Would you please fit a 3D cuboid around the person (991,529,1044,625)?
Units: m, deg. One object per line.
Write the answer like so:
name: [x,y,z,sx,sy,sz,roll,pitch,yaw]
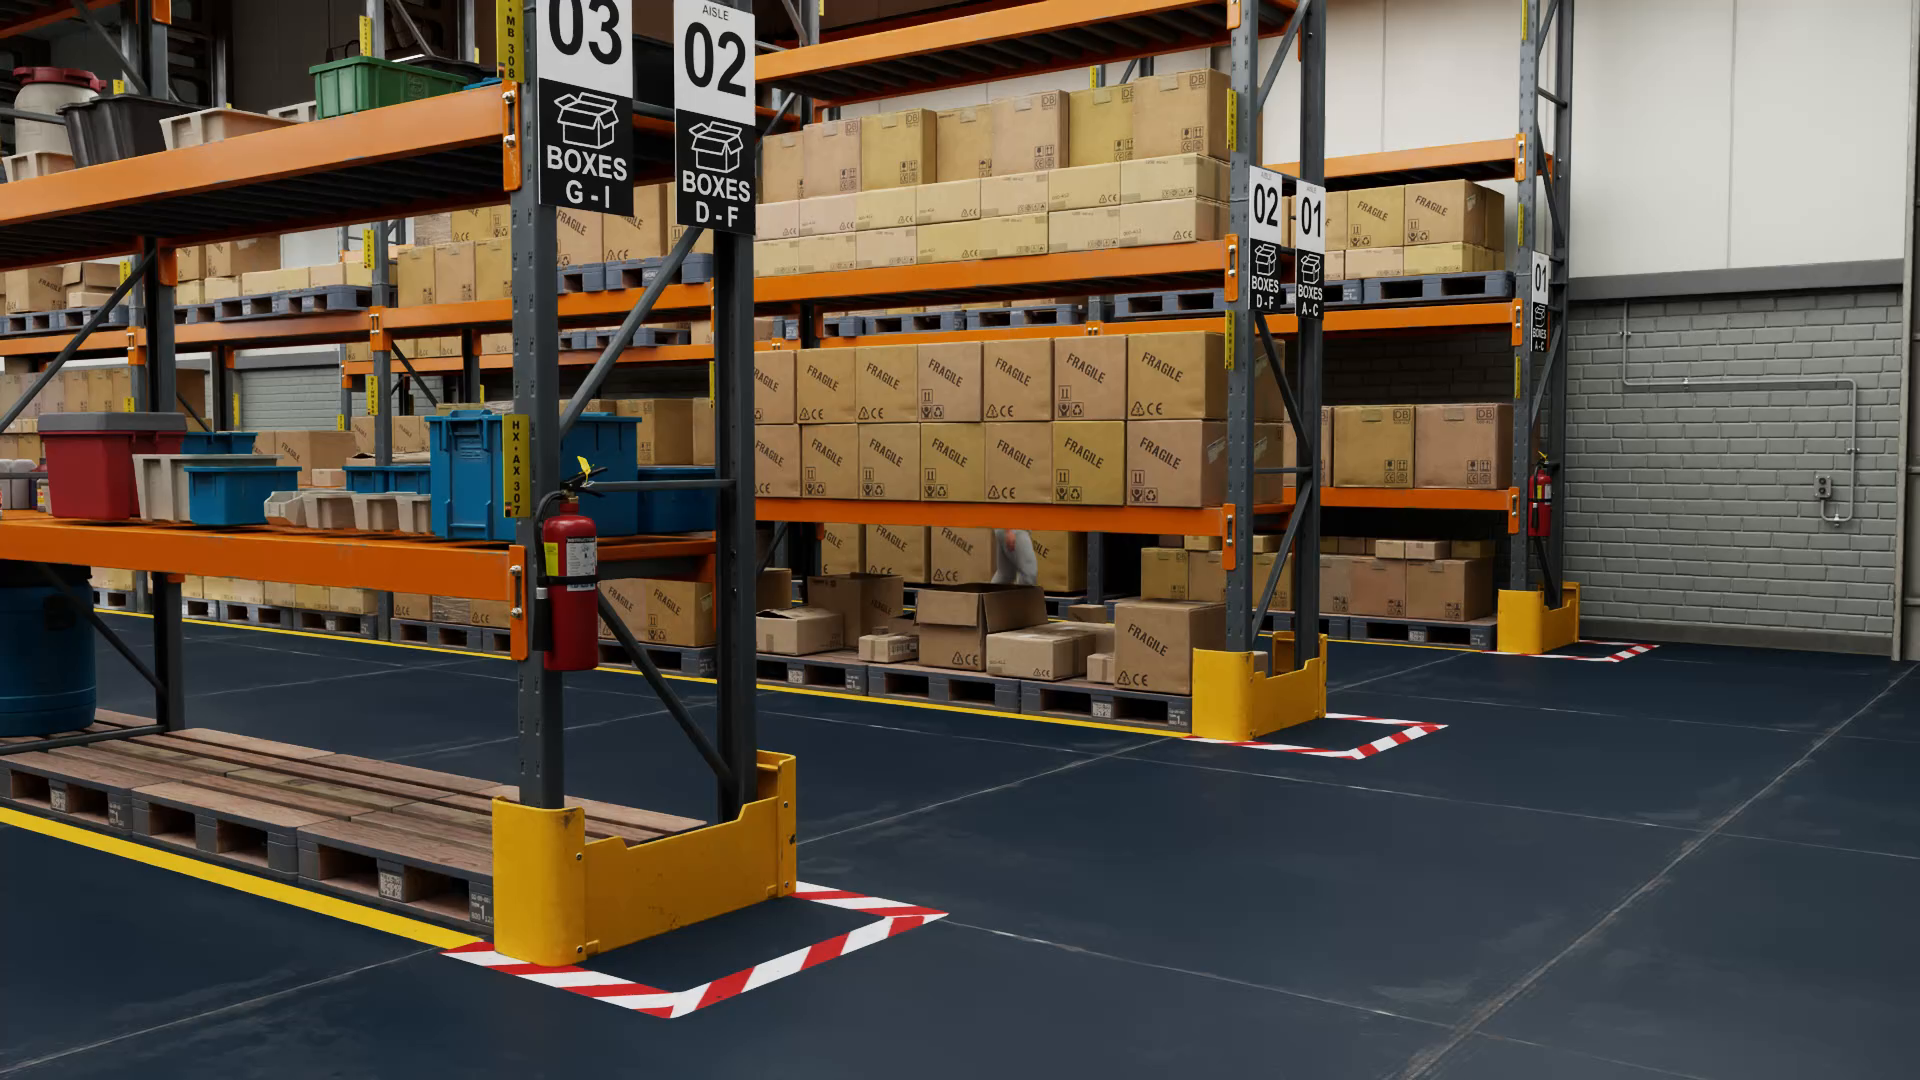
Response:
person: [0.523,-0.071,14.883,0.663,1.758,0.564,0,3,7]
